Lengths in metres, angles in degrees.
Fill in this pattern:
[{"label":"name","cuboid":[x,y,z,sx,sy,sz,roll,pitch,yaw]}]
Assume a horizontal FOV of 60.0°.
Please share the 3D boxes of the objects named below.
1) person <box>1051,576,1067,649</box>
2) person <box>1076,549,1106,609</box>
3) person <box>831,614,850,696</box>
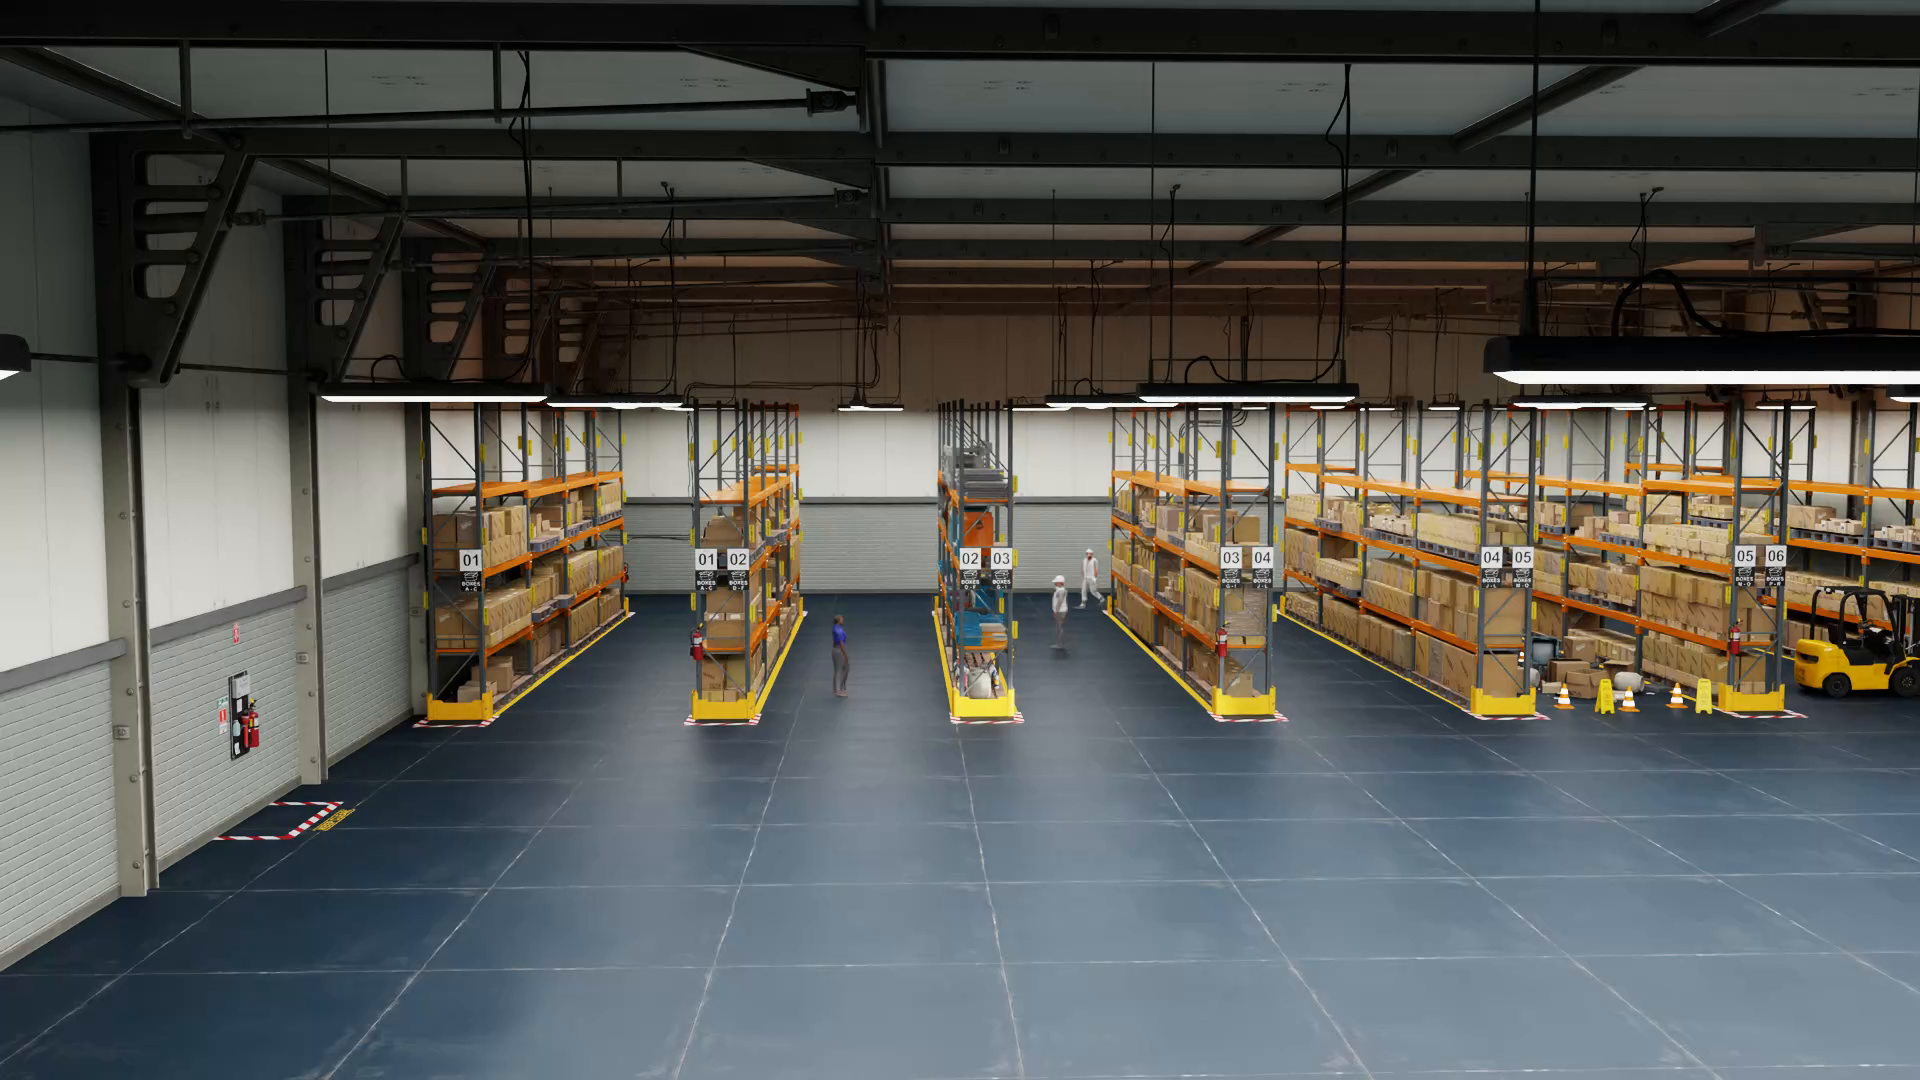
[{"label":"person","cuboid":[2.400,1.753,40.321,0.402,1.784,0.544,0,4,6]},{"label":"person","cuboid":[3.822,1.144,48.745,0.913,1.775,0.583,-3,5,-34]},{"label":"person","cuboid":[-2.433,2.355,33.815,0.370,1.716,0.465,0,4,0]}]
